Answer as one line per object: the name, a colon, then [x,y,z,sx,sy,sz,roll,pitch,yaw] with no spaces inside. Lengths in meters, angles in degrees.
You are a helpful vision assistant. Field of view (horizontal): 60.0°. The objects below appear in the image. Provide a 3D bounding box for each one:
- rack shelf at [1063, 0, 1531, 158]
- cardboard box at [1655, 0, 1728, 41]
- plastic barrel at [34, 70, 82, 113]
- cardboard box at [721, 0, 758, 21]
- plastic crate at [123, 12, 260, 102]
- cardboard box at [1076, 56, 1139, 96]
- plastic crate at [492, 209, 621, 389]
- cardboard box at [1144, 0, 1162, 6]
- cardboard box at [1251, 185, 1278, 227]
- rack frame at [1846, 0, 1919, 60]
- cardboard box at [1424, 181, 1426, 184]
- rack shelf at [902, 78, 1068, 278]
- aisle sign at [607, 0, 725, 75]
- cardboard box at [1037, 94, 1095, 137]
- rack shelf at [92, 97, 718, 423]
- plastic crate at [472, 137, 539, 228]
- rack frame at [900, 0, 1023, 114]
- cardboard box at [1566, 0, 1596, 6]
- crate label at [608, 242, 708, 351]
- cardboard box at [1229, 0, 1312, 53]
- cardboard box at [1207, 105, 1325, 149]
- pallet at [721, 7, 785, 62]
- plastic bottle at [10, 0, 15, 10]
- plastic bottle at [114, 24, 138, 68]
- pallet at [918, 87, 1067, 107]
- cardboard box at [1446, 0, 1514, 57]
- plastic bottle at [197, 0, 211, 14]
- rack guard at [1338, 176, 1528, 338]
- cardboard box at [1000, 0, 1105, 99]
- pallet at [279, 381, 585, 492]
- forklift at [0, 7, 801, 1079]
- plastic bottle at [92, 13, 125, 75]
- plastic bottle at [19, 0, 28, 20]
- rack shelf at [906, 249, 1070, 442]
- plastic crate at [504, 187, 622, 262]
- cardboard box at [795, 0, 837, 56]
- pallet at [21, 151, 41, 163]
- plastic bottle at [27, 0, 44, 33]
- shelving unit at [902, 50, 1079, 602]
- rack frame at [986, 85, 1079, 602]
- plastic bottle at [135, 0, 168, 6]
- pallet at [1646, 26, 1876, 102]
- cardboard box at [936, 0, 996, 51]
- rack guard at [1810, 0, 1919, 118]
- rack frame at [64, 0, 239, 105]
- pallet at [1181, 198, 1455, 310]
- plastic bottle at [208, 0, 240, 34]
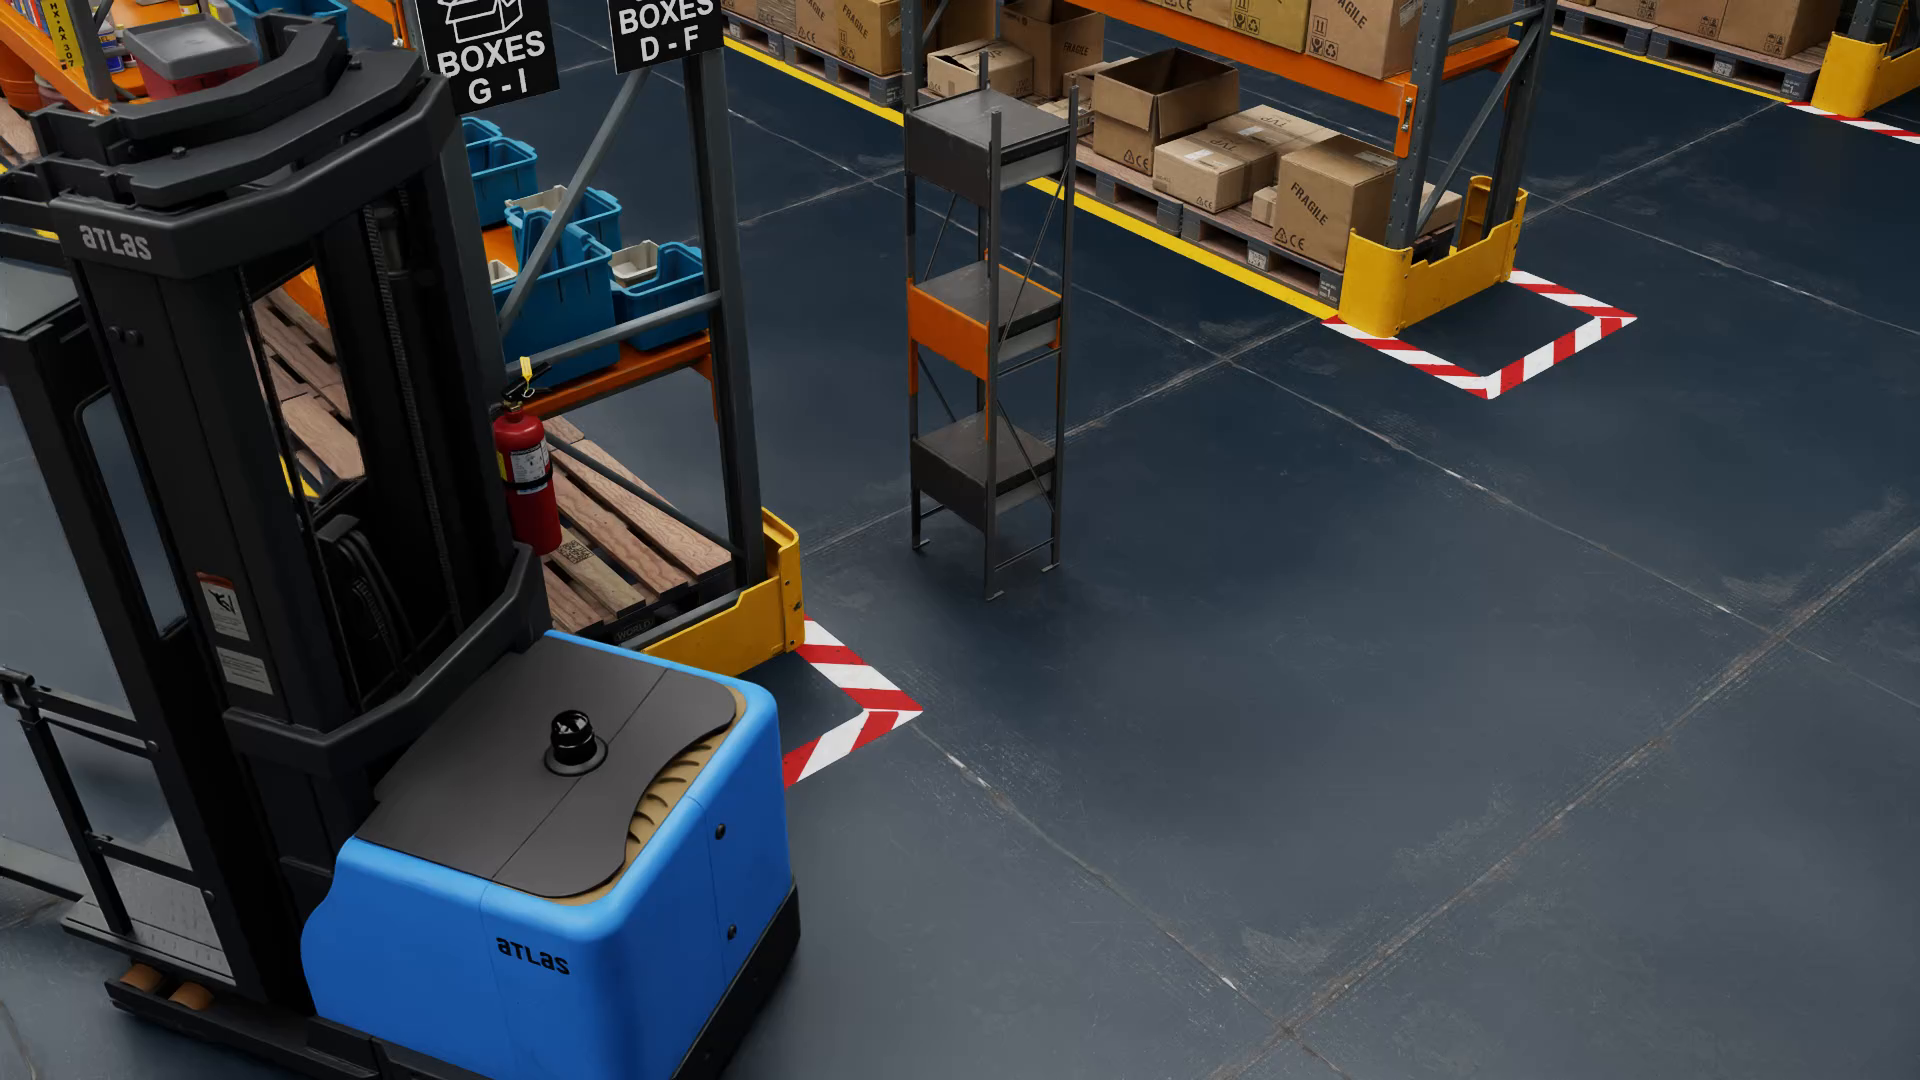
rack shelf: [1.319,-3.119,9.681,1.077,0.370,4.000,-26,43,-32]
cardboard box: [5.540,-4.023,12.134,0.700,0.500,0.500,-26,43,-32]
plastic barrel: [-5.282,-2.695,10.183,0.600,0.588,0.708,-26,43,-32]
cardboard box: [-1.475,-4.233,12.413,0.500,0.500,0.500,-28,44,-33]
plastic crate: [-3.374,-2.013,7.389,0.402,0.464,0.583,-26,43,-32]
cardboard box: [1.096,-2.901,10.697,0.500,0.311,0.500,-26,43,-32]
plastic crate: [-1.536,-0.801,5.703,0.616,0.435,0.499,-26,43,-32]
cardboard box: [1.132,-3.339,9.283,0.500,0.500,0.500,-27,43,-32]
cardboard box: [1.878,-1.914,9.427,0.380,0.166,0.250,-26,43,-32]
rack frame: [6.391,-4.379,10.838,1.000,3.000,0.127,-26,43,-32]
cardboard box: [2.440,-1.976,9.516,0.380,0.166,0.250,-26,43,-32]
rack shelf: [0.107,-1.344,6.143,0.431,0.518,0.480,-26,43,-32]
aisle sign: [-0.904,-1.824,4.981,0.394,0.787,0.004,-26,43,-32]
cardboard box: [0.700,-2.675,10.502,0.380,0.166,0.250,-26,43,-32]
rack shelf: [-2.468,-1.273,7.075,1.077,0.370,4.000,-26,43,-32]
plastic crate: [-1.934,-1.453,6.799,0.416,0.233,0.300,-26,43,-32]
rack frame: [0.028,-4.296,10.720,1.000,3.000,0.127,-26,43,-32]
cardboard box: [4.865,-4.477,12.776,0.700,0.500,0.500,-25,42,-31]
crate label: [-1.085,-0.872,5.979,0.416,0.233,0.303,-26,43,-32]
cardboard box: [1.775,-2.894,8.655,0.500,0.500,0.500,-26,43,-31]
cardboard box: [1.830,-2.375,10.006,0.500,0.250,0.500,-26,43,-32]
pallet: [-1.317,-4.042,12.774,1.003,0.211,1.213,-26,43,-32]
plastic bottle: [-5.153,-3.009,9.075,0.097,0.201,0.097,0,35,0]
plastic bottle: [-4.176,-2.477,8.324,0.097,0.201,0.097,0,35,0]
pallet: [0.470,-2.854,11.098,1.003,0.211,1.213,-26,43,-32]
cardboard box: [2.524,-2.865,8.613,0.500,0.500,0.500,-25,42,-31]
plastic bottle: [-4.002,-2.907,8.867,0.152,0.276,0.135,-26,43,-32]
rack guard: [2.560,-1.543,8.996,1.175,0.500,0.348,-26,43,-32]
cardboard box: [0.612,-3.309,11.110,0.500,0.500,0.500,-26,43,-32]
pallet: [-2.463,-0.463,7.721,1.003,0.211,1.213,-26,43,-32]
forklift: [-2.081,0.054,4.638,3.031,2.935,1.130,13,37,17]
plastic bottle: [-4.260,-2.453,8.225,0.152,0.276,0.135,-26,43,-32]
plastic bottle: [-5.003,-2.907,8.931,0.097,0.201,0.097,0,35,0]
rack shelf: [0.107,-0.773,6.548,0.431,0.518,0.480,-26,43,-32]
plastic crate: [-1.510,-1.163,6.389,0.416,0.233,0.300,-26,43,-32]
cardboard box: [-0.822,-3.788,11.785,0.500,0.500,0.500,-26,43,-32]
pallet: [-5.016,-2.207,10.184,1.003,0.211,1.213,-26,43,-32]
plastic bottle: [-4.821,-2.837,8.767,0.152,0.276,0.135,-26,43,-32]
shelving unit: [0.107,-0.784,6.540,0.431,2.100,0.503,-26,43,-32]
rack frame: [0.264,-0.676,6.388,0.400,2.100,0.015,-26,43,-32]
plastic bottle: [-4.480,-3.098,9.136,0.152,0.276,0.135,-26,43,-32]
pallet: [5.815,-3.565,12.101,1.003,0.211,1.213,-26,43,-32]
cardboard box: [-0.098,-3.760,11.745,0.500,0.500,0.500,-28,44,-34]
rack guard: [6.407,-3.348,11.545,1.175,0.500,0.348,-26,43,-32]
rack frame: [-3.758,-2.450,8.114,1.000,3.000,0.127,-26,43,-32]
pallet: [2.045,-1.777,9.576,1.003,0.211,1.213,-26,43,-32]
plastic bottle: [-3.764,-2.724,8.543,0.144,0.351,0.185,-26,43,-32]
